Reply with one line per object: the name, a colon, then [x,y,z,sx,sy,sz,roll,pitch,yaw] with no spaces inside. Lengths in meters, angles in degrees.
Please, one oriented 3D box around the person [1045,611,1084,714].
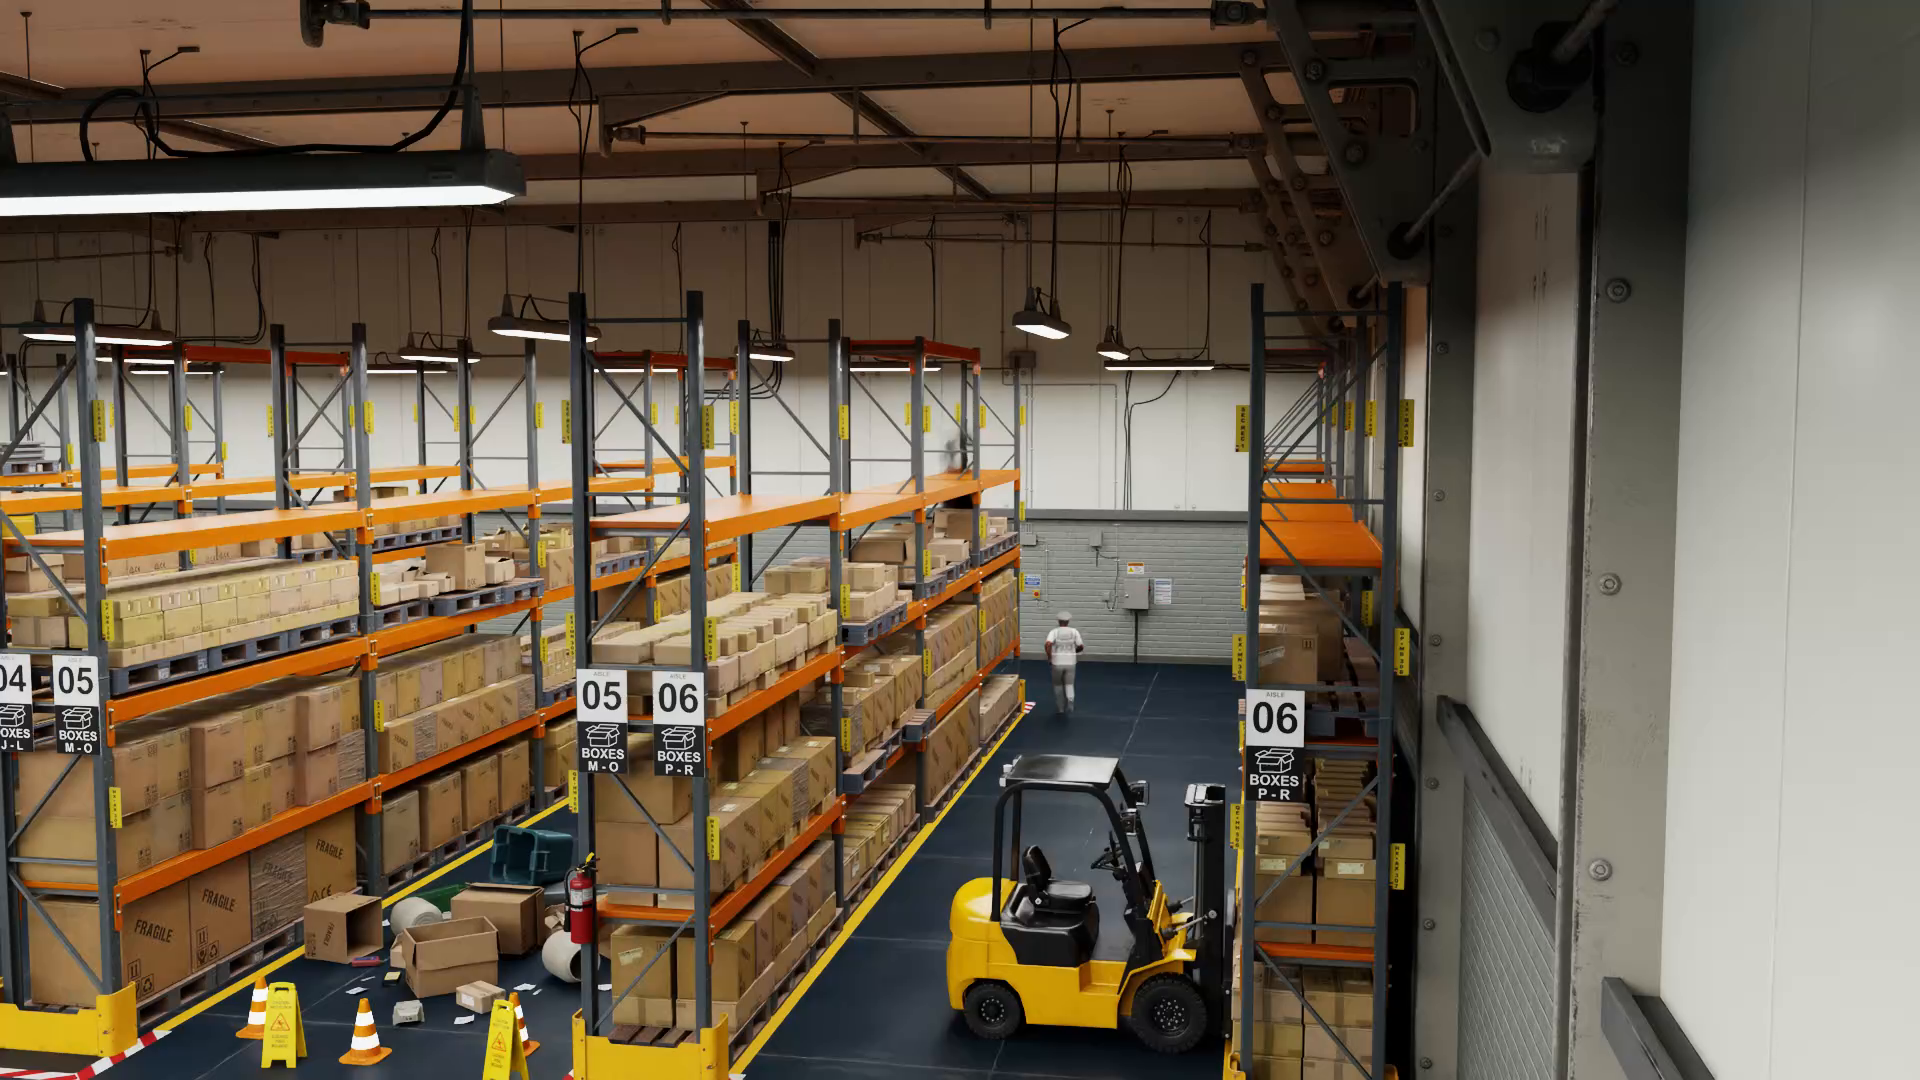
person: [1.723,2.061,27.675,0.658,1.769,0.938,0,5,-2]
